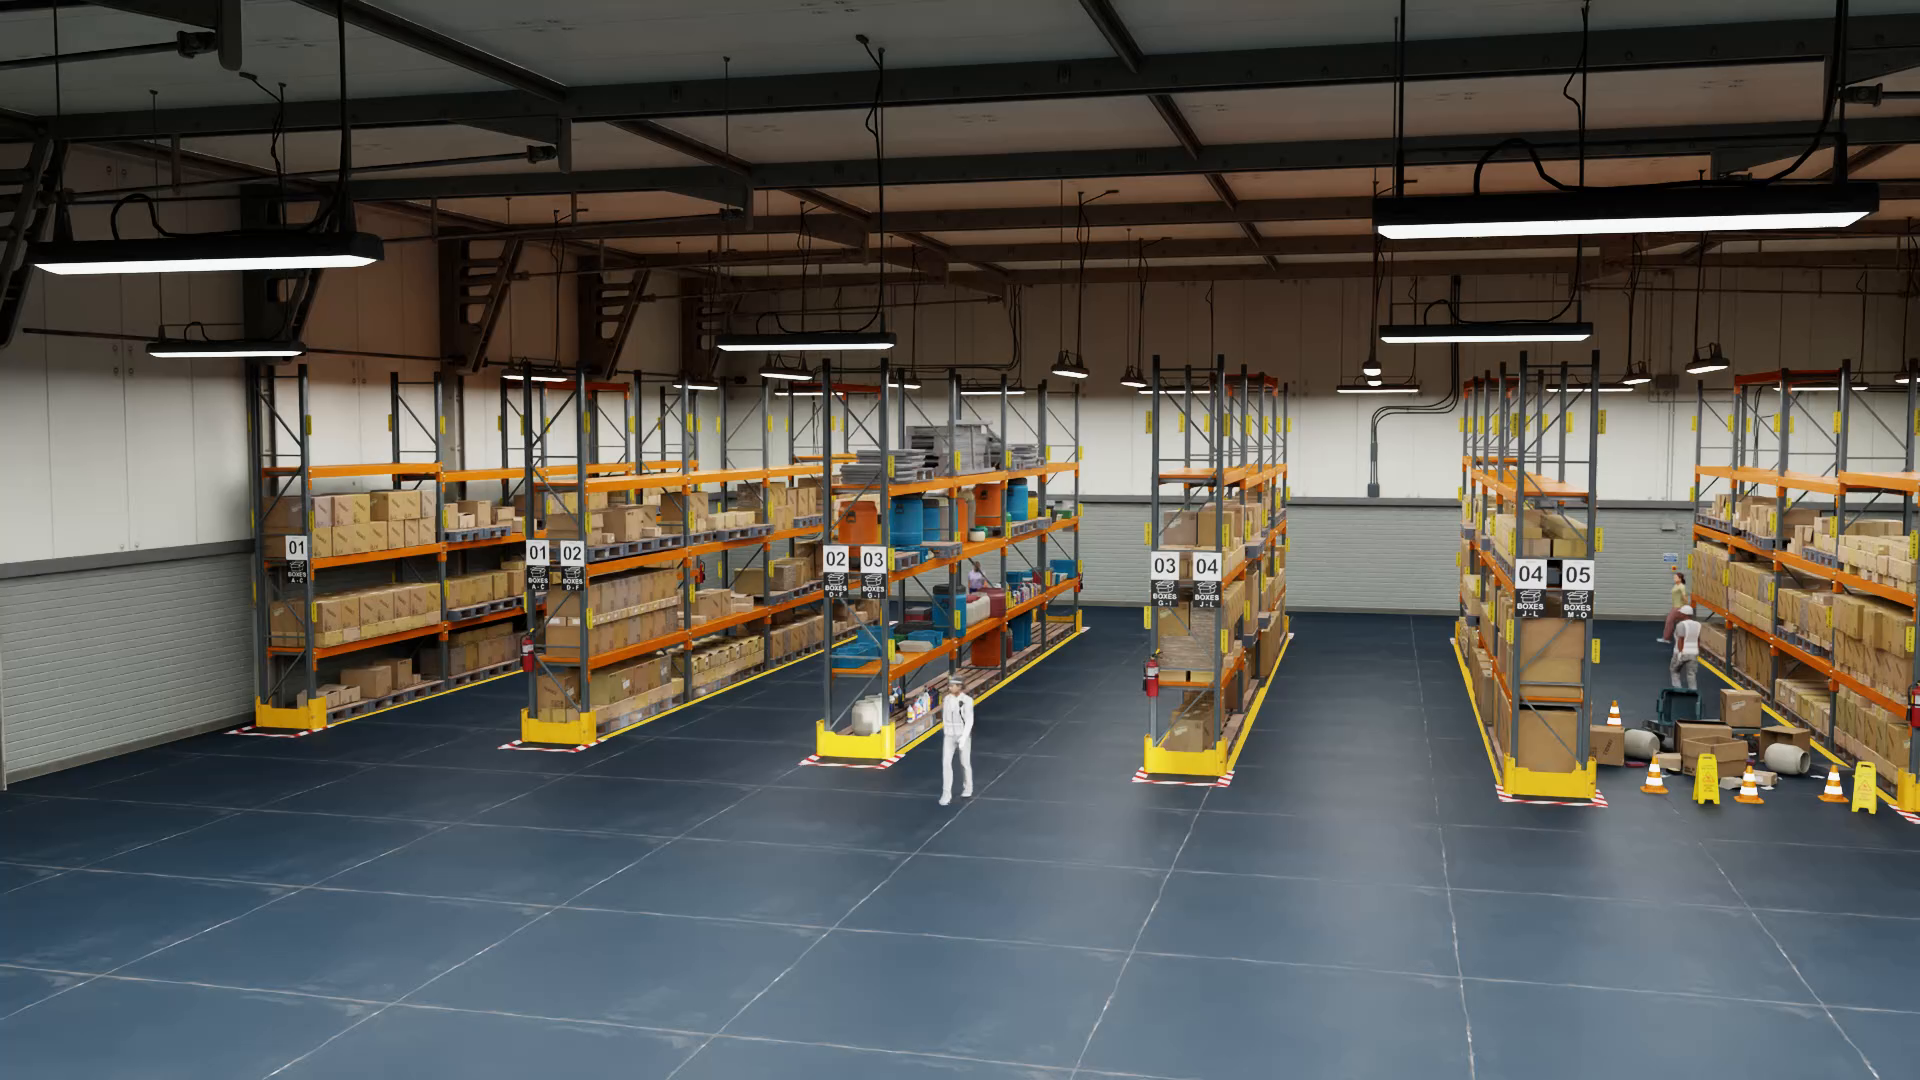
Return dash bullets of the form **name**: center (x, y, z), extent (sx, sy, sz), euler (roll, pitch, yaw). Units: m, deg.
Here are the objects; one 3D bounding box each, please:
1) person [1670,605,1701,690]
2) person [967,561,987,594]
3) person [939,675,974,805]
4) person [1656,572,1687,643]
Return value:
- **person**: center (13.026, 2.080, 29.744), extent (0.529, 1.816, 0.556), euler (0, 4, 1)
- **person**: center (0.422, 1.317, 41.694), extent (0.520, 1.588, 1.022), euler (1, 4, 11)
- **person**: center (-0.055, 2.652, 22.194), extent (0.502, 1.700, 0.750), euler (2, 4, 23)
- **person**: center (16.501, 1.554, 38.092), extent (1.002, 1.627, 0.433), euler (1, 4, 14)
